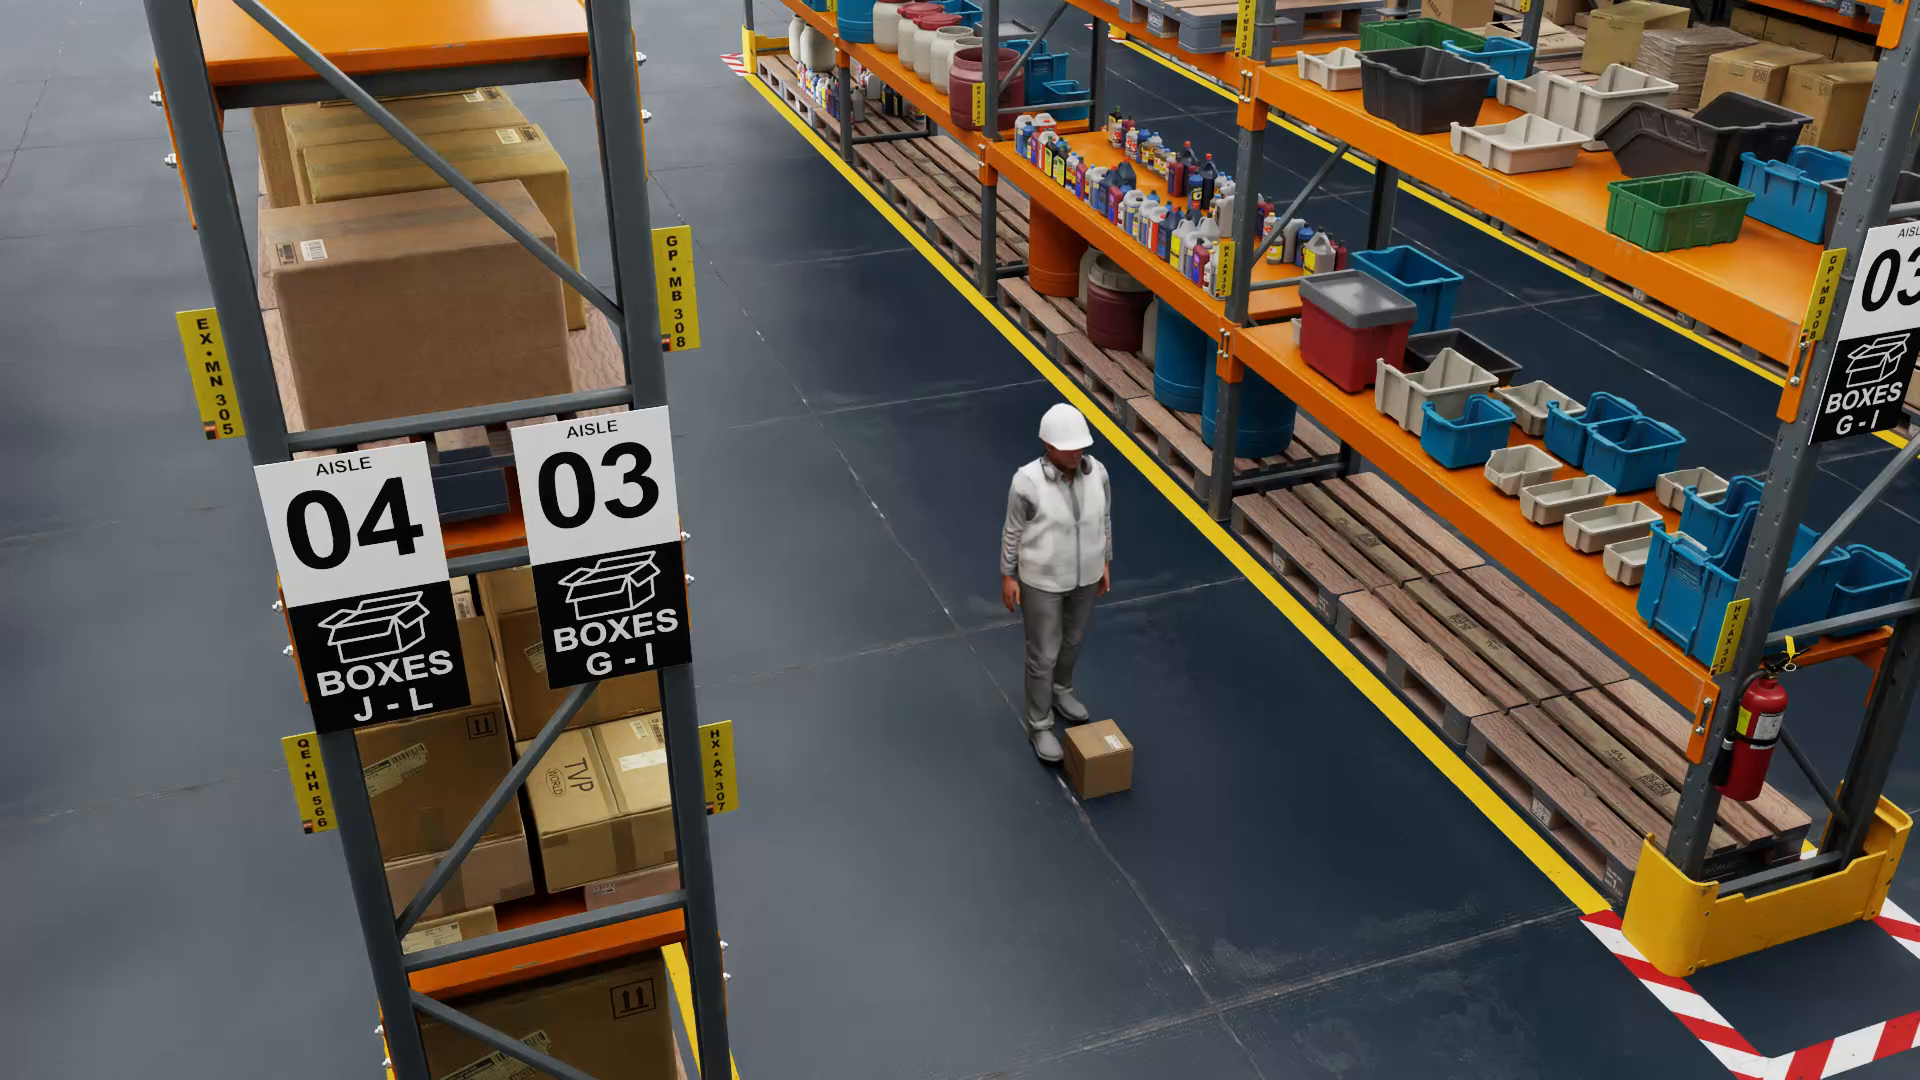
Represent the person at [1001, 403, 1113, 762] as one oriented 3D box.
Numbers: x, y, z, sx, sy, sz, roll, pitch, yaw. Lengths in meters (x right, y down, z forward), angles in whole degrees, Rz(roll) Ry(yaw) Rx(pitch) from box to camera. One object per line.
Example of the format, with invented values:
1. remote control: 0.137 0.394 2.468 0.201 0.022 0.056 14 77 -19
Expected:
1. person: 0.503 0.182 7.984 0.562 1.780 0.560 -14 32 -23
